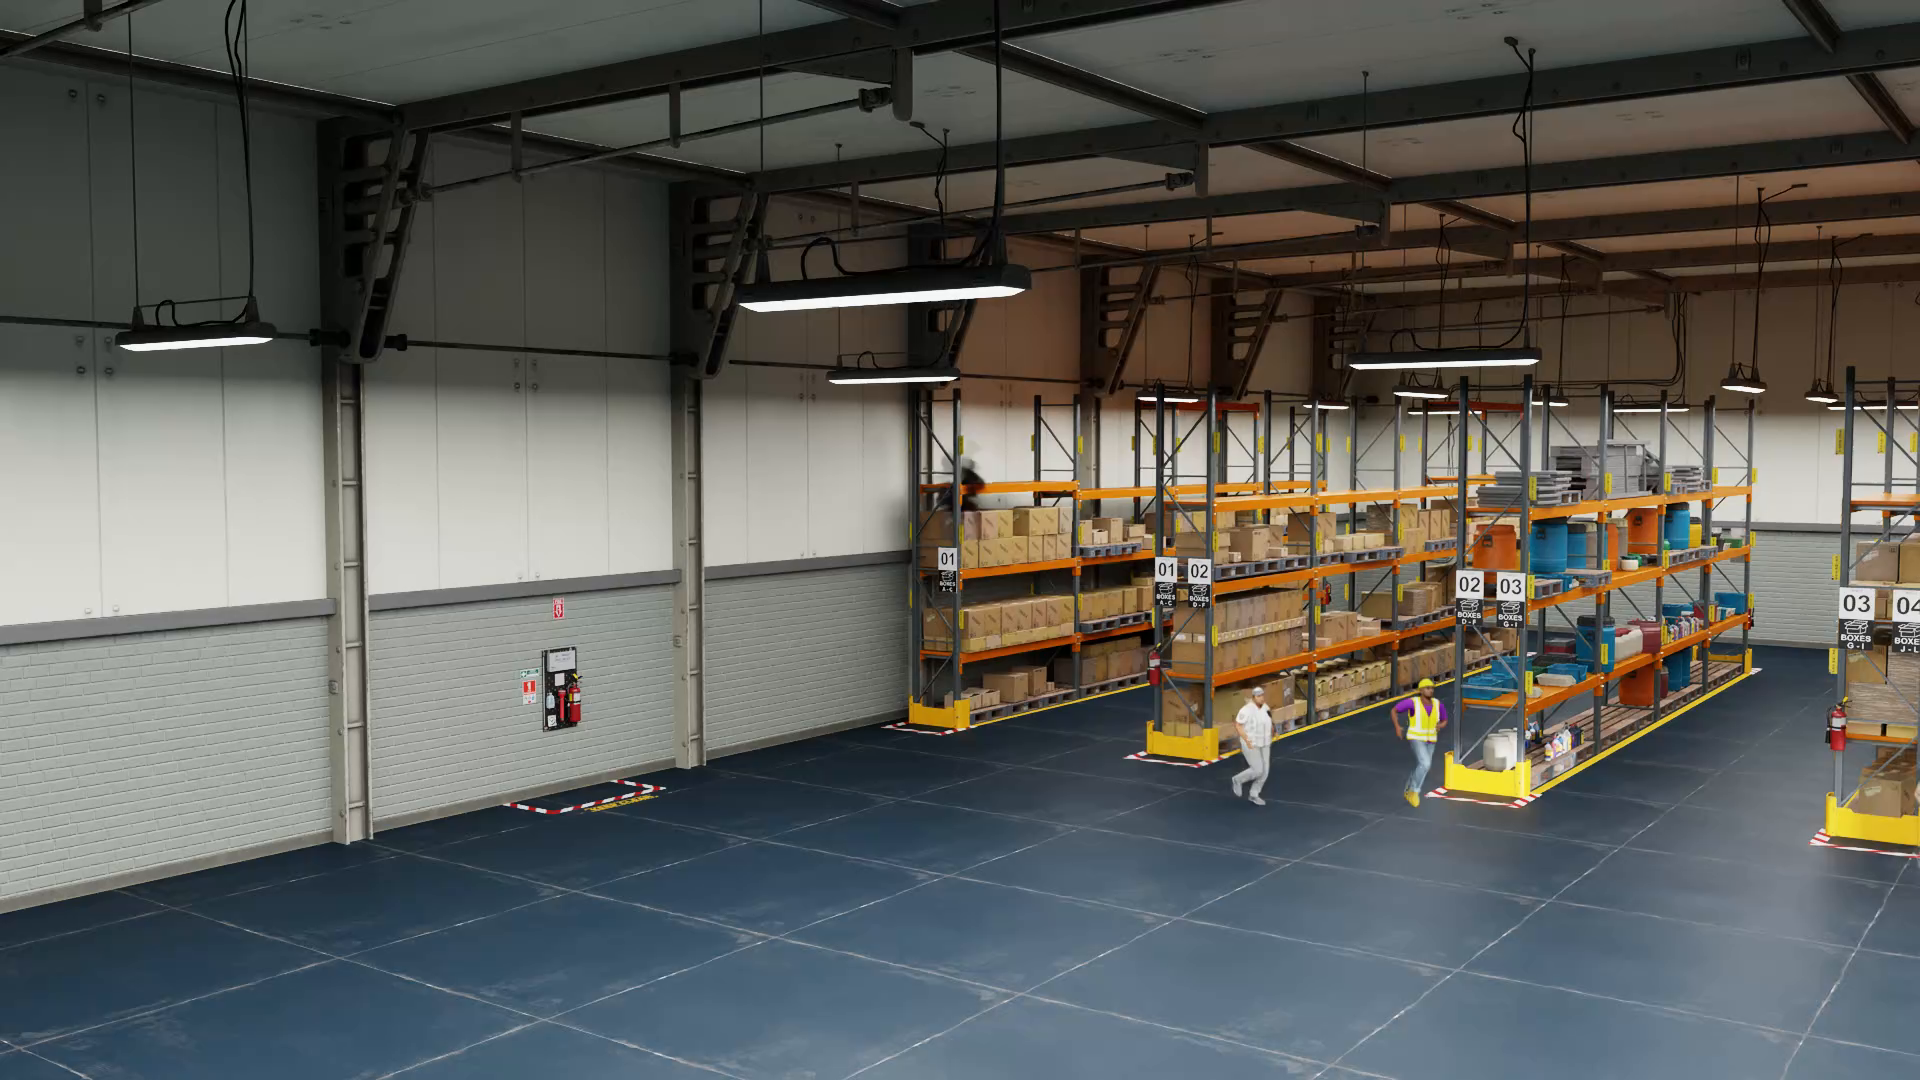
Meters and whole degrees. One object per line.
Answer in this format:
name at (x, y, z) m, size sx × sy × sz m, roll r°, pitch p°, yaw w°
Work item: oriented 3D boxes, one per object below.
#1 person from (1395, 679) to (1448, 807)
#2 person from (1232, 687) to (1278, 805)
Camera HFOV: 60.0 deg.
person at (6.473, 2.802, 23.158) m, size 0.659 × 1.751 × 0.665 m, roll -1°, pitch 3°, yaw -19°
person at (4.160, 2.870, 23.285) m, size 0.598 × 1.639 × 0.586 m, roll -2°, pitch 4°, yaw -30°
